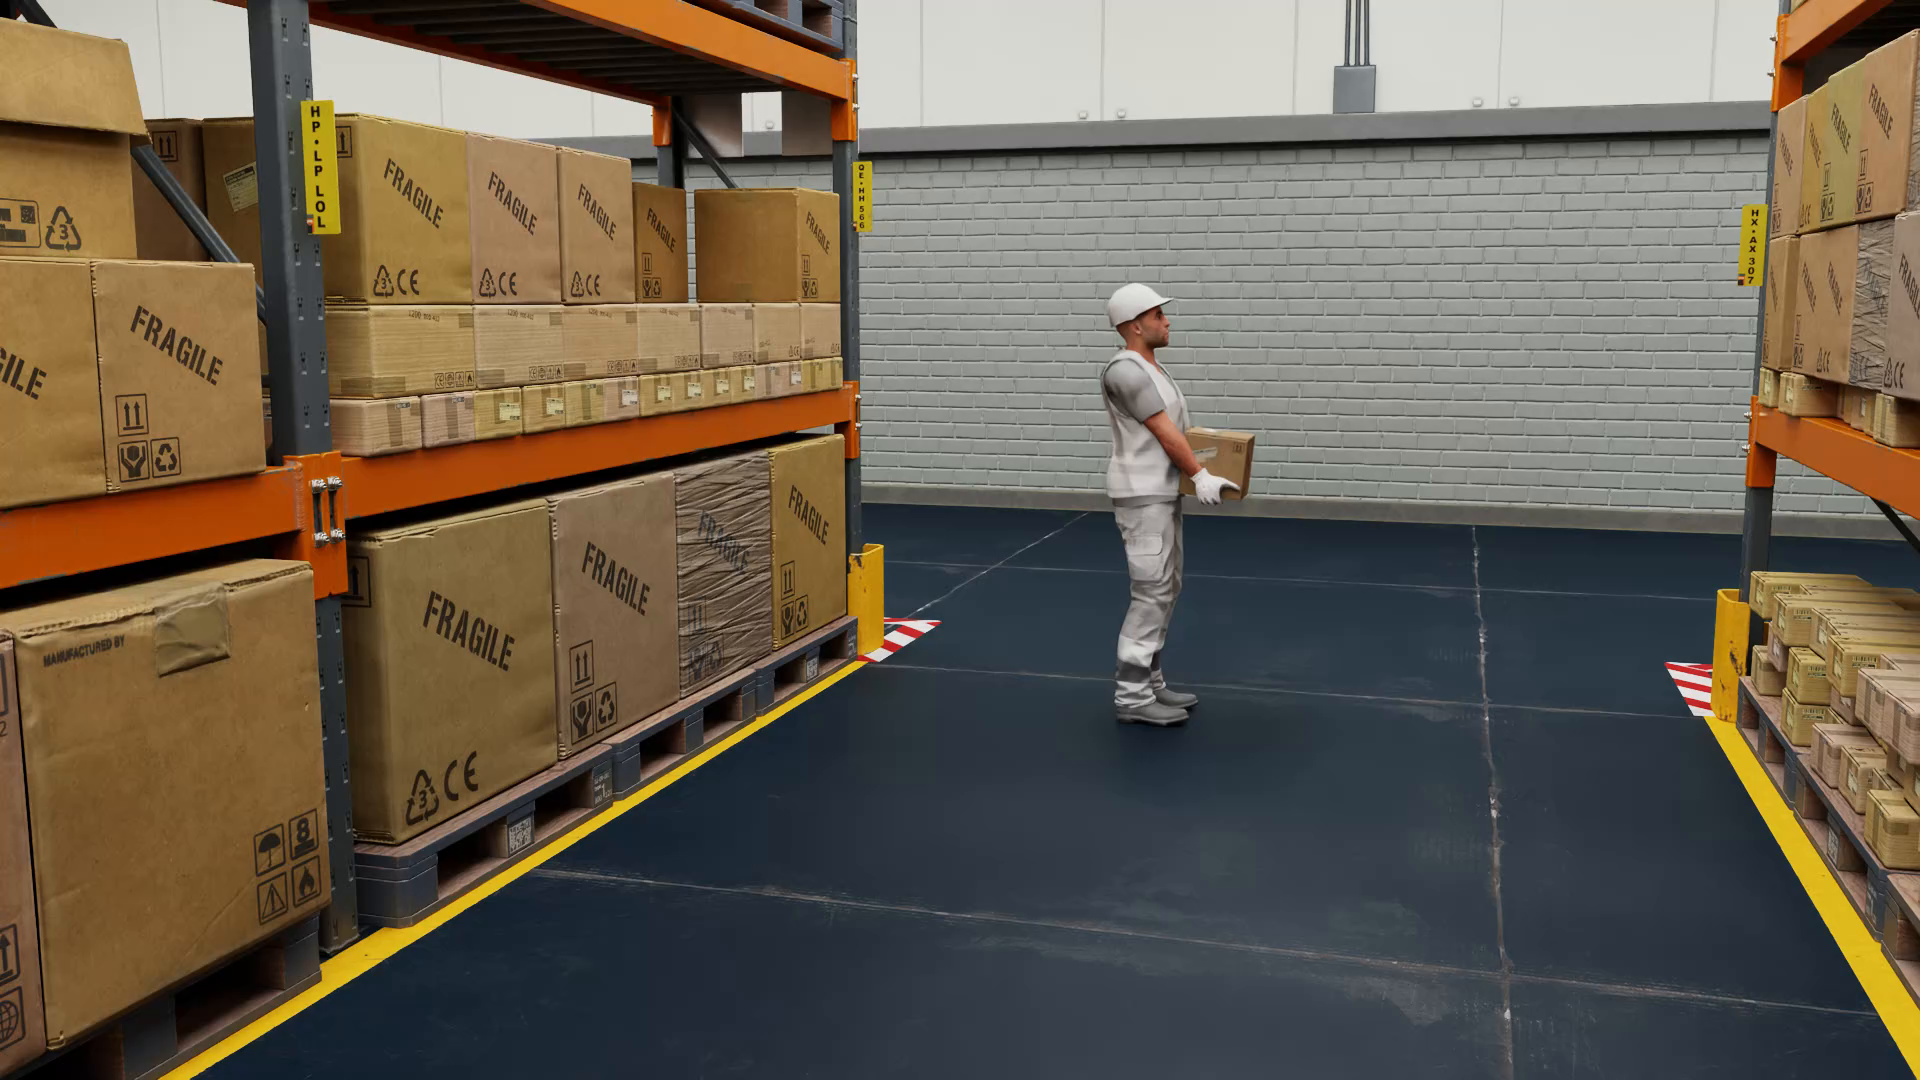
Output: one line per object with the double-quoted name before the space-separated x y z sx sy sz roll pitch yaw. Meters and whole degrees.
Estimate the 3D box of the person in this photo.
"person" 0.874 -0.150 6.807 0.573 1.782 0.494 2 9 16
